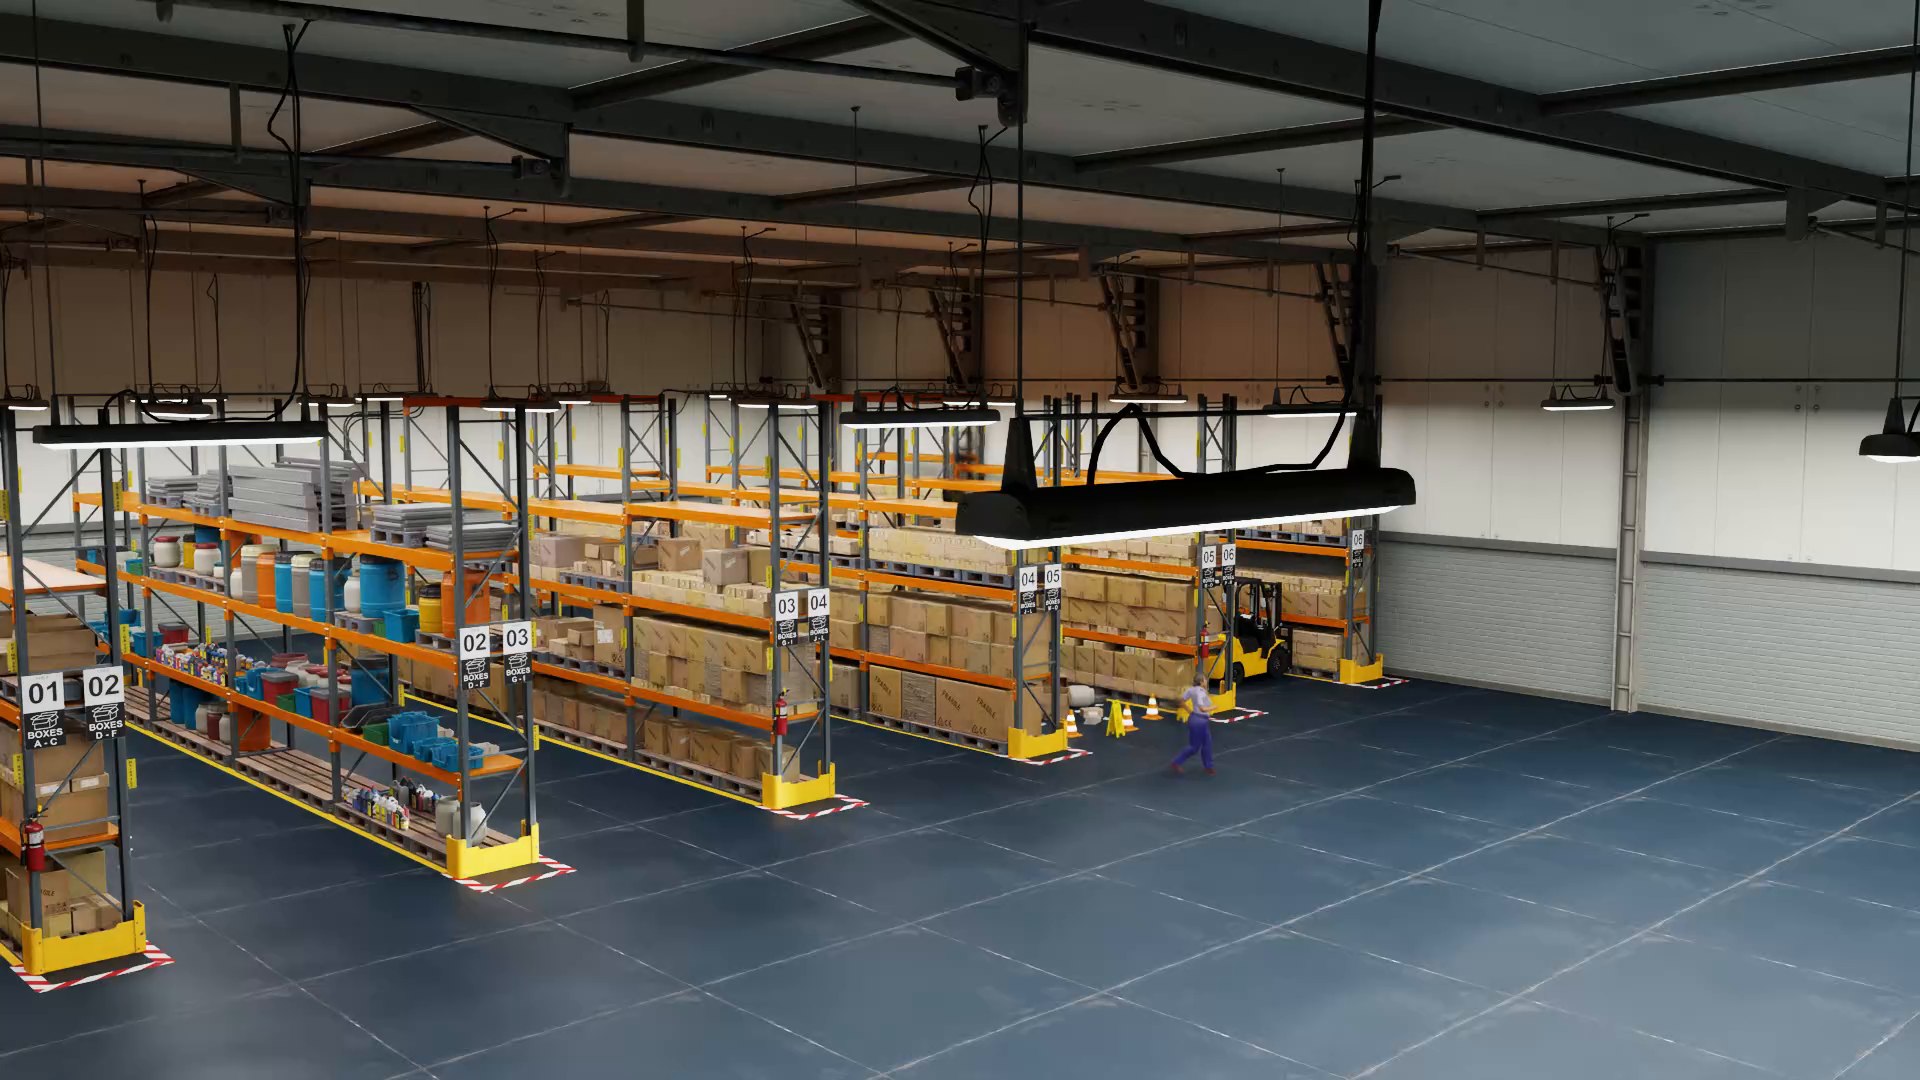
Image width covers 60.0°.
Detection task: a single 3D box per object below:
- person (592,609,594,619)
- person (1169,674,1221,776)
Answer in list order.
[{"bbox_3d":[-9.041,1.464,41.811,0.543,1.721,0.825,5,7,42],"label":"person"},{"bbox_3d":[3.759,2.968,26.438,0.864,1.671,0.585,0,6,-4],"label":"person"}]
